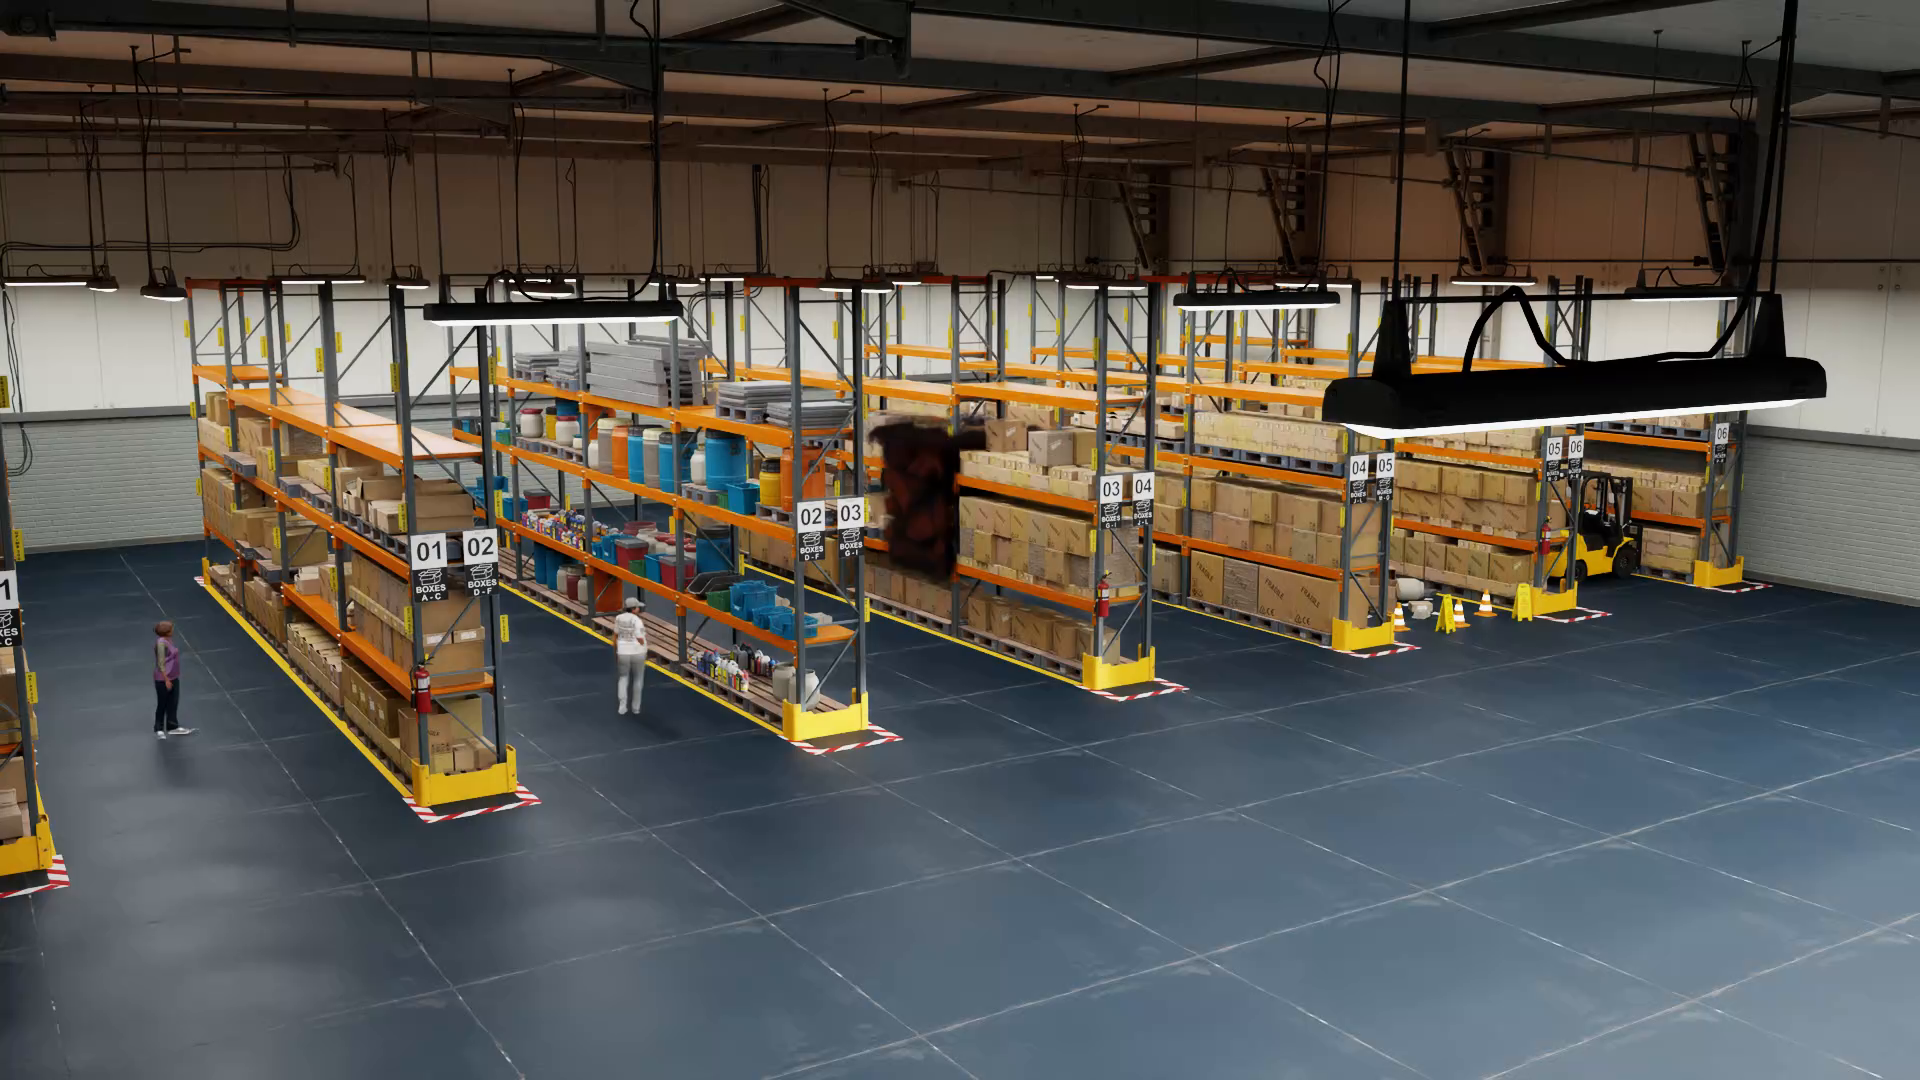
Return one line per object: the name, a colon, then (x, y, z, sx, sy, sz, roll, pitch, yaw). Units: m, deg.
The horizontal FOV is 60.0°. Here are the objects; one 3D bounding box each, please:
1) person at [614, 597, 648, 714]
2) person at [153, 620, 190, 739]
person: (-4.618, 1.616, 23.341, 0.494, 1.659, 0.476, 0, 10, 1)
person: (-10.602, 1.856, 22.186, 0.399, 1.596, 0.444, 1, 10, 7)
